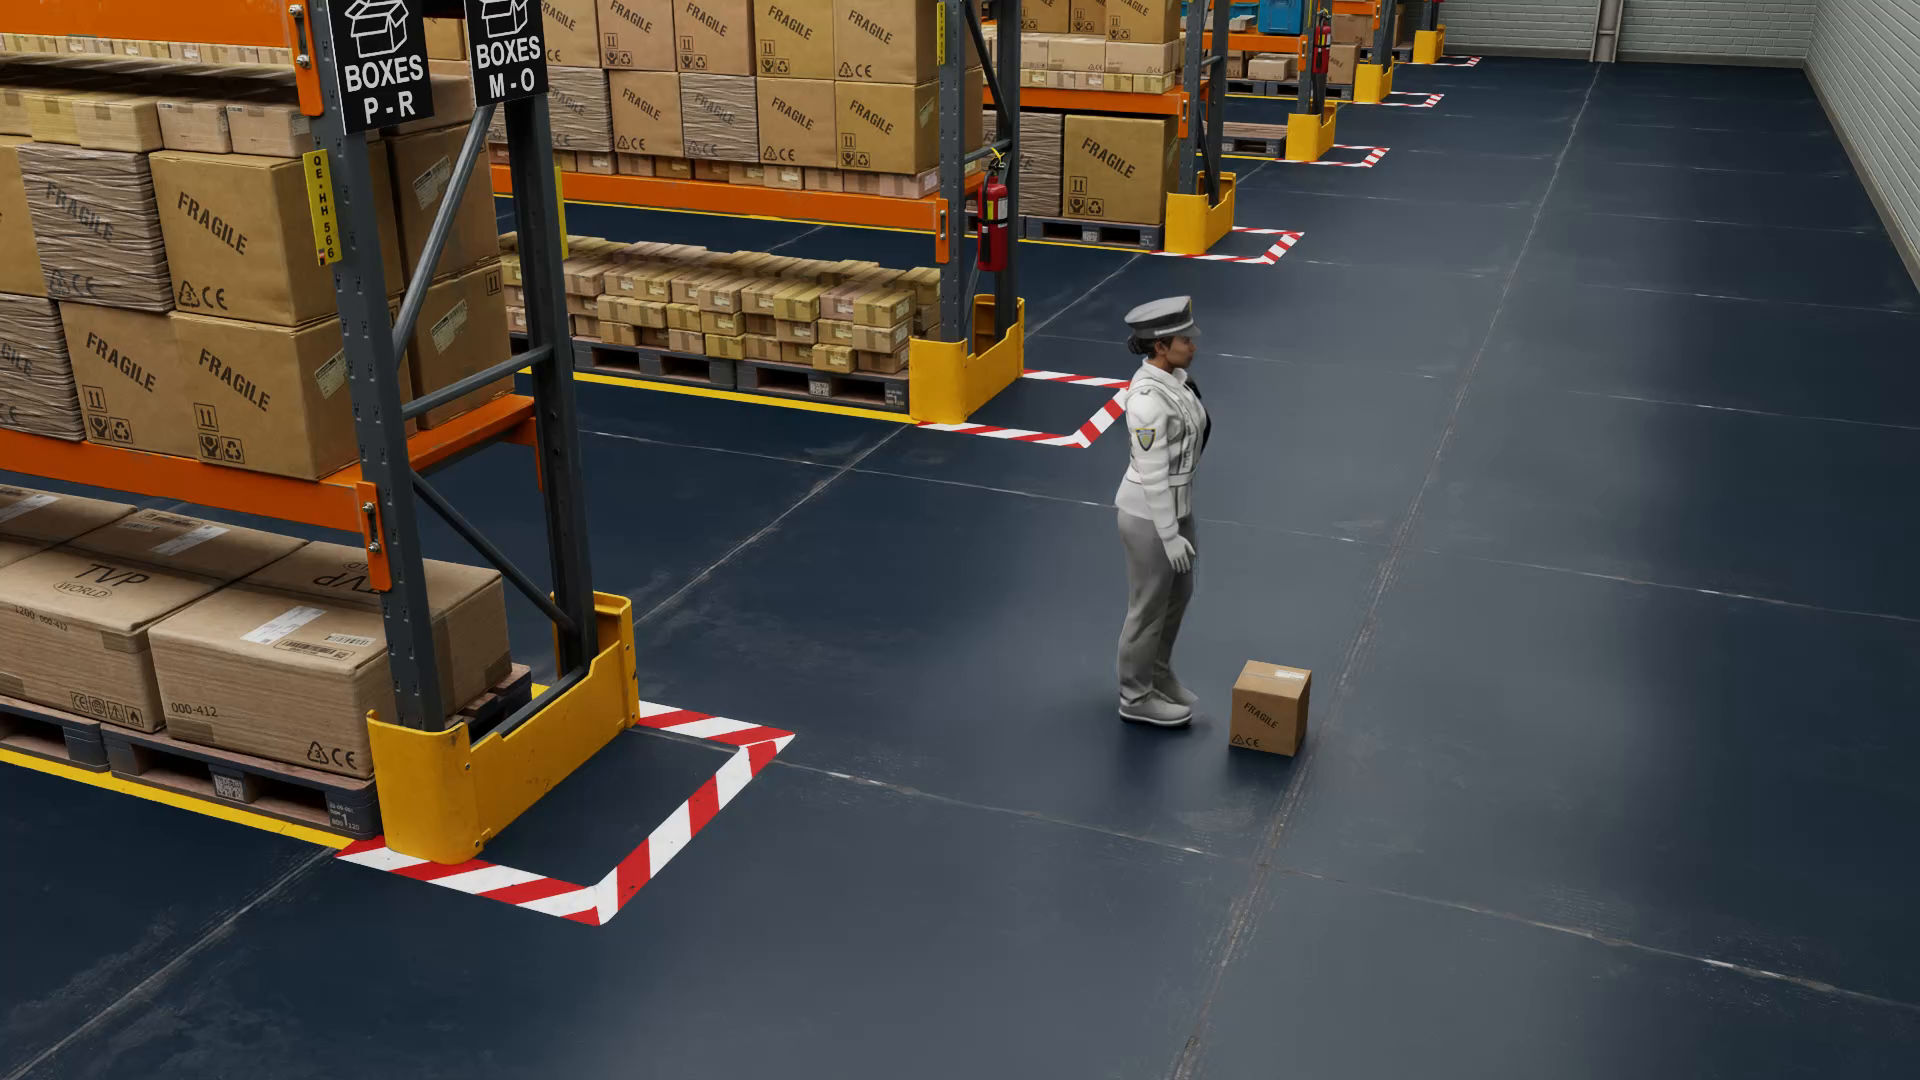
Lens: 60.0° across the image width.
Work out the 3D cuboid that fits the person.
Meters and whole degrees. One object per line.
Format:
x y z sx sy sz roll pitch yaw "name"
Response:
0.759 -0.074 6.279 0.343 1.743 0.500 6 23 14 "person"
